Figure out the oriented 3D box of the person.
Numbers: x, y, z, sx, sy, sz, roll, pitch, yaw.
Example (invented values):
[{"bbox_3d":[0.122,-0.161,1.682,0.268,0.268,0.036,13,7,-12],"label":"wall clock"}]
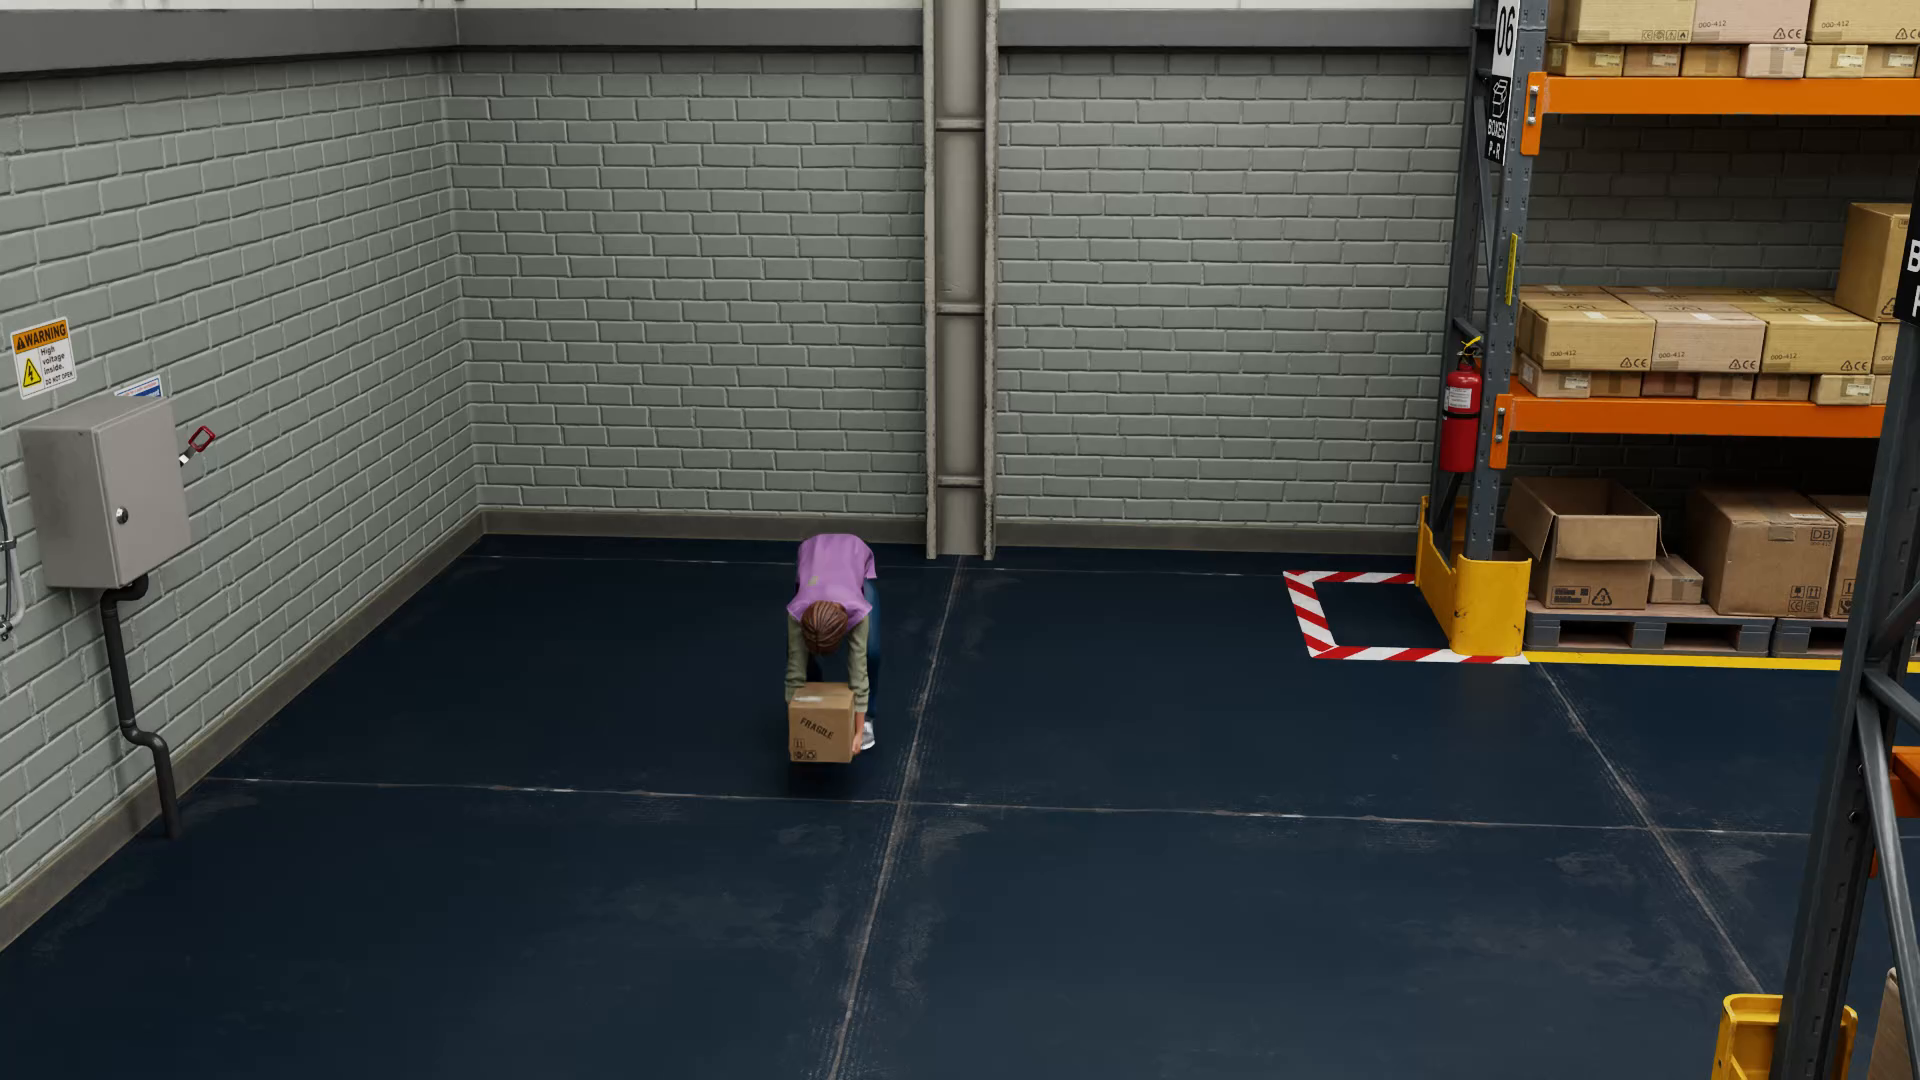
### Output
[{"bbox_3d":[-0.547,0.494,7.094,0.411,0.948,0.866,0,18,1],"label":"person"}]
